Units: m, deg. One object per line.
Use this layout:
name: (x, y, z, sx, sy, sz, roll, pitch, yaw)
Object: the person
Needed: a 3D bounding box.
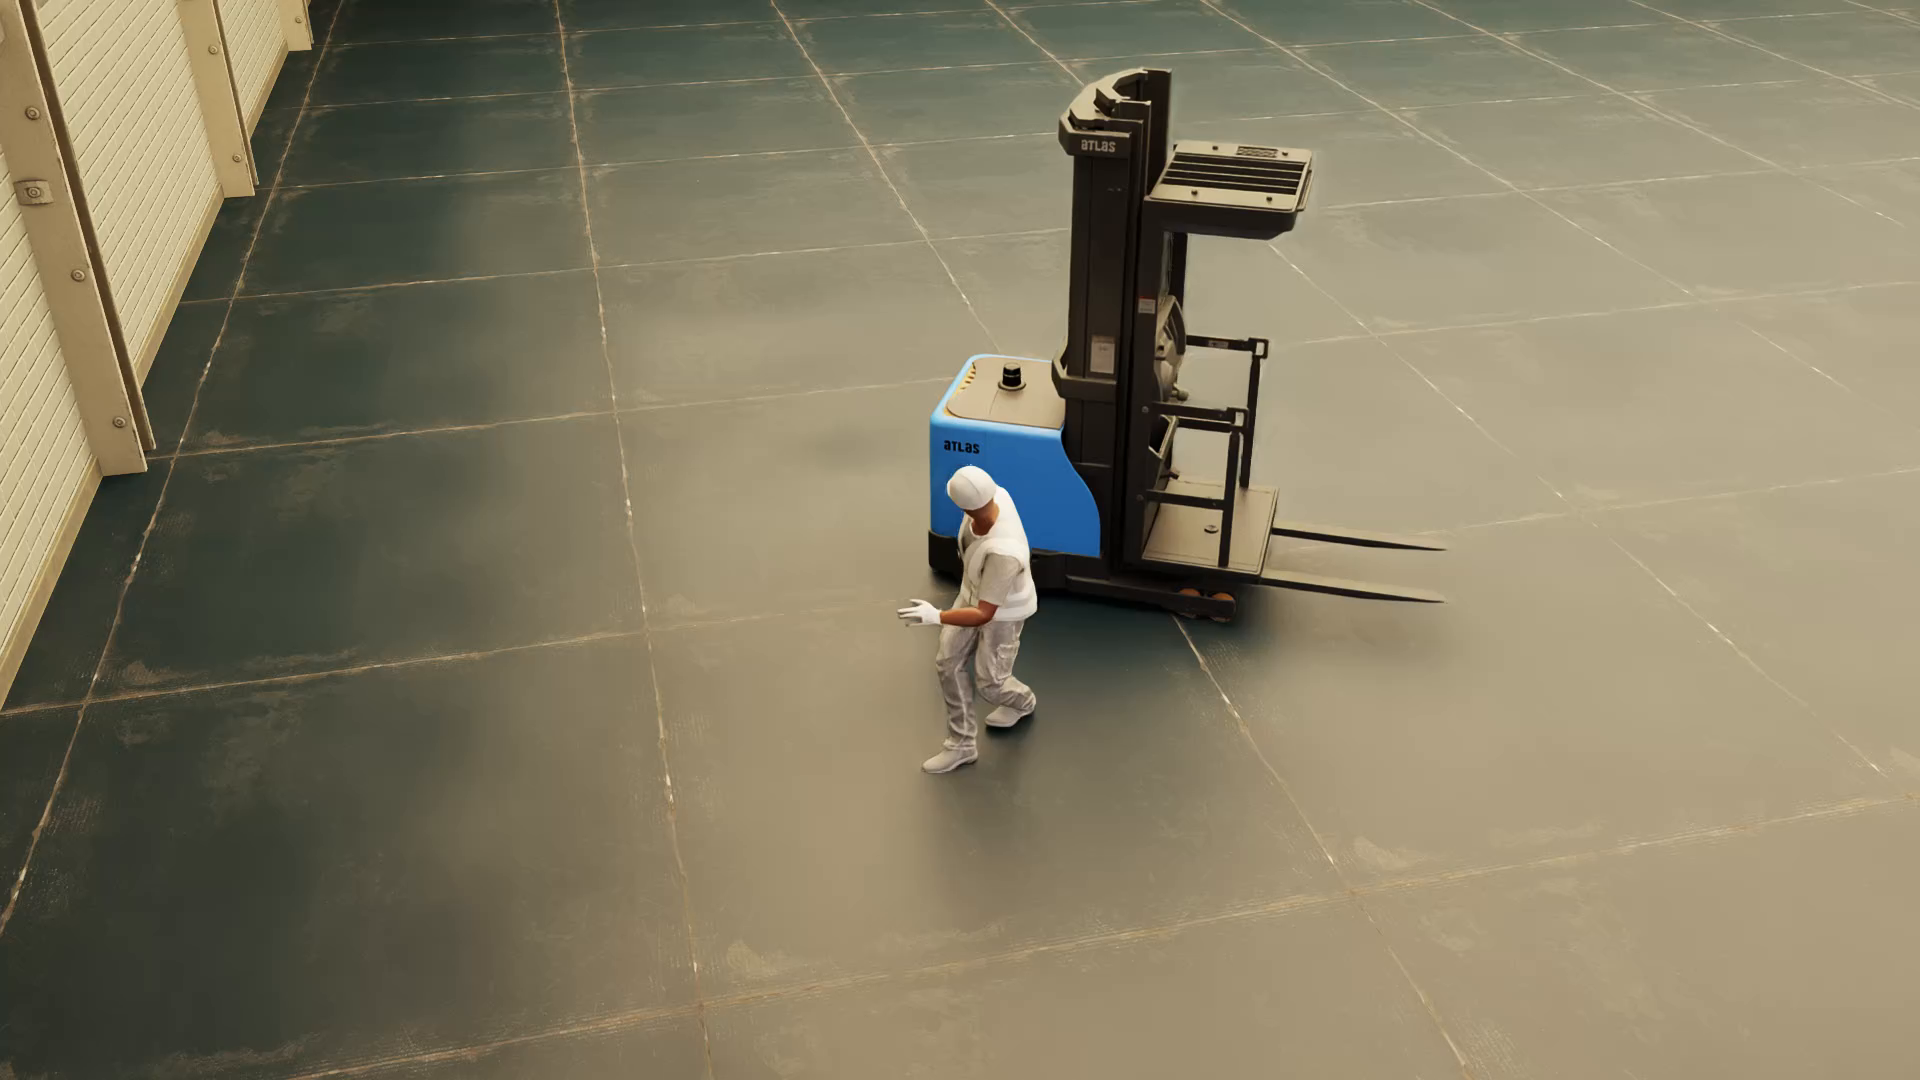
person: (0.003, 0.317, 8.341, 0.841, 1.646, 0.841, -17, 34, -26)
